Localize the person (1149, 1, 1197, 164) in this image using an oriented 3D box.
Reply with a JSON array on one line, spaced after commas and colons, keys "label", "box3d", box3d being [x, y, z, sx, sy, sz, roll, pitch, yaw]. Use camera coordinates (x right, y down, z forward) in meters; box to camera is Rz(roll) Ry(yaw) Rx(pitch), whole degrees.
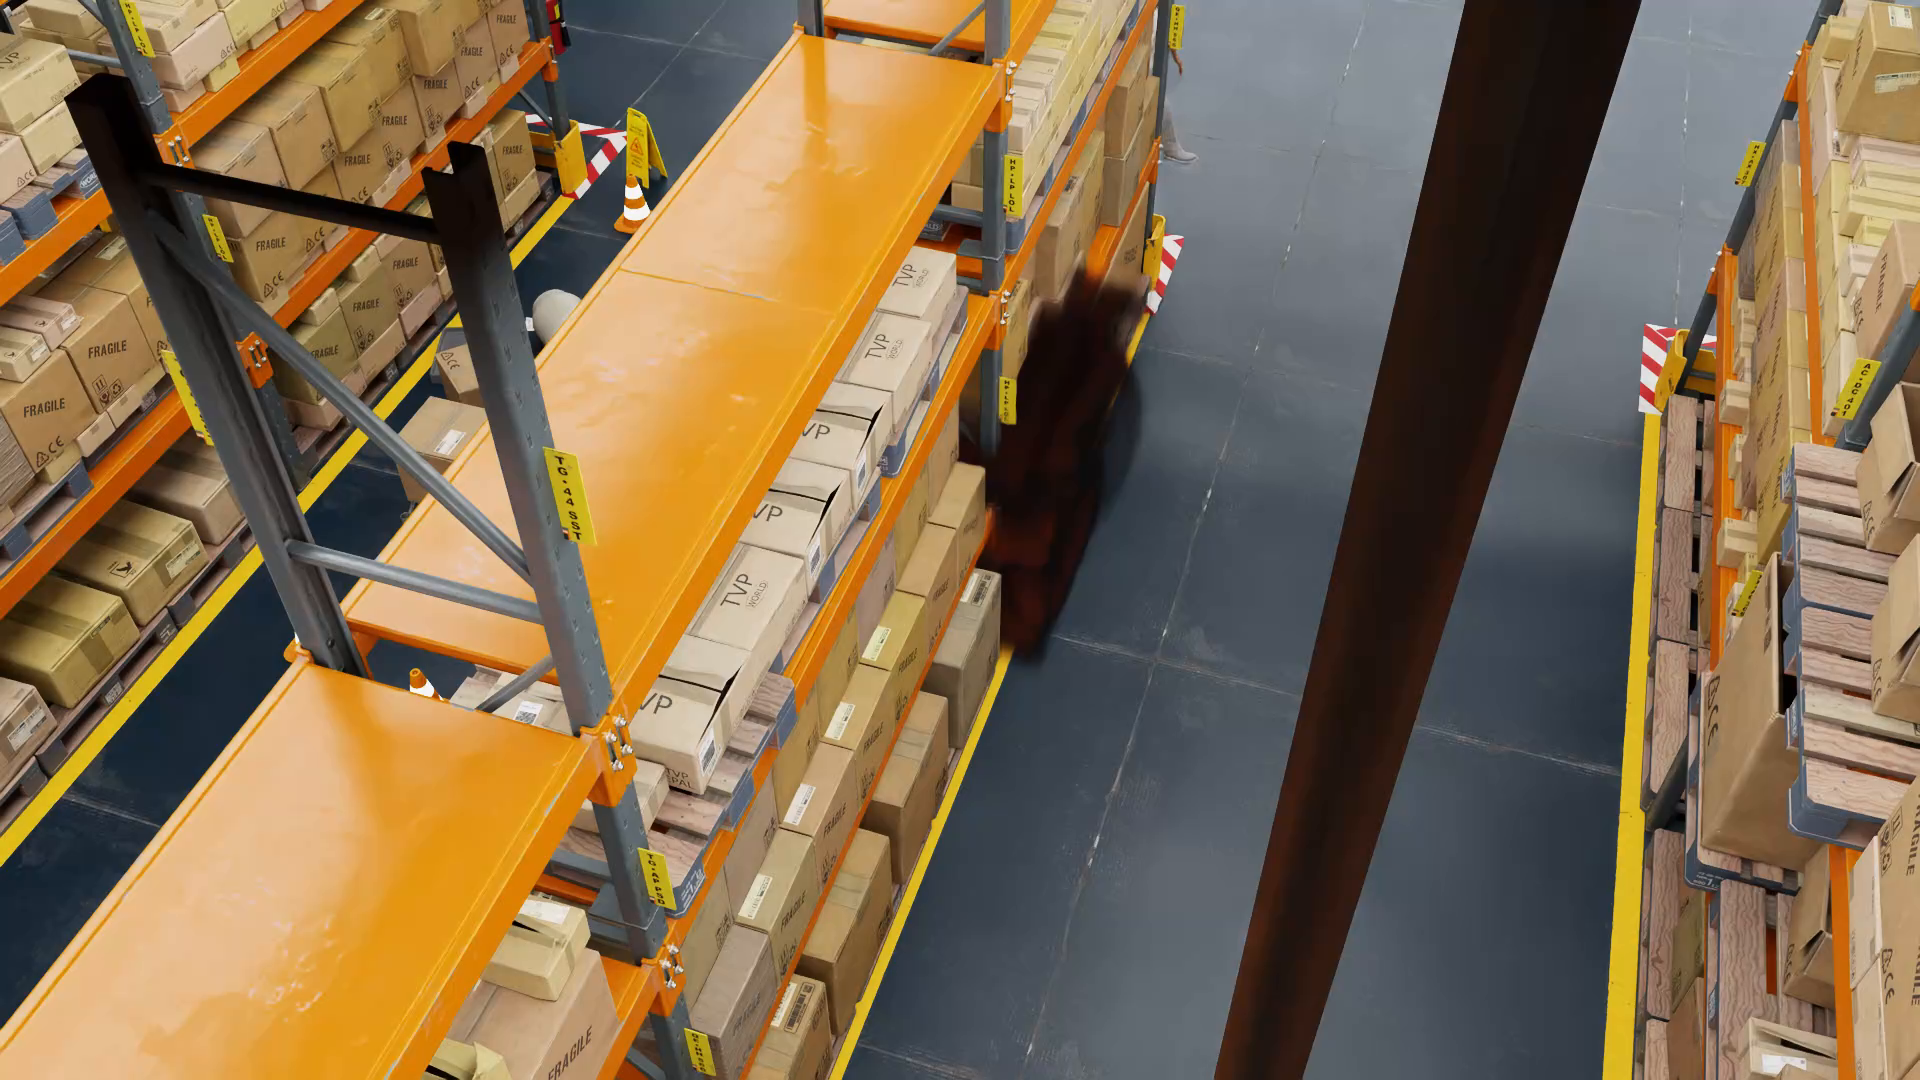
[{"label": "person", "box3d": [1.519, -3.845, 13.386, 0.964, 1.603, 0.451, 8, 46, 7]}]
